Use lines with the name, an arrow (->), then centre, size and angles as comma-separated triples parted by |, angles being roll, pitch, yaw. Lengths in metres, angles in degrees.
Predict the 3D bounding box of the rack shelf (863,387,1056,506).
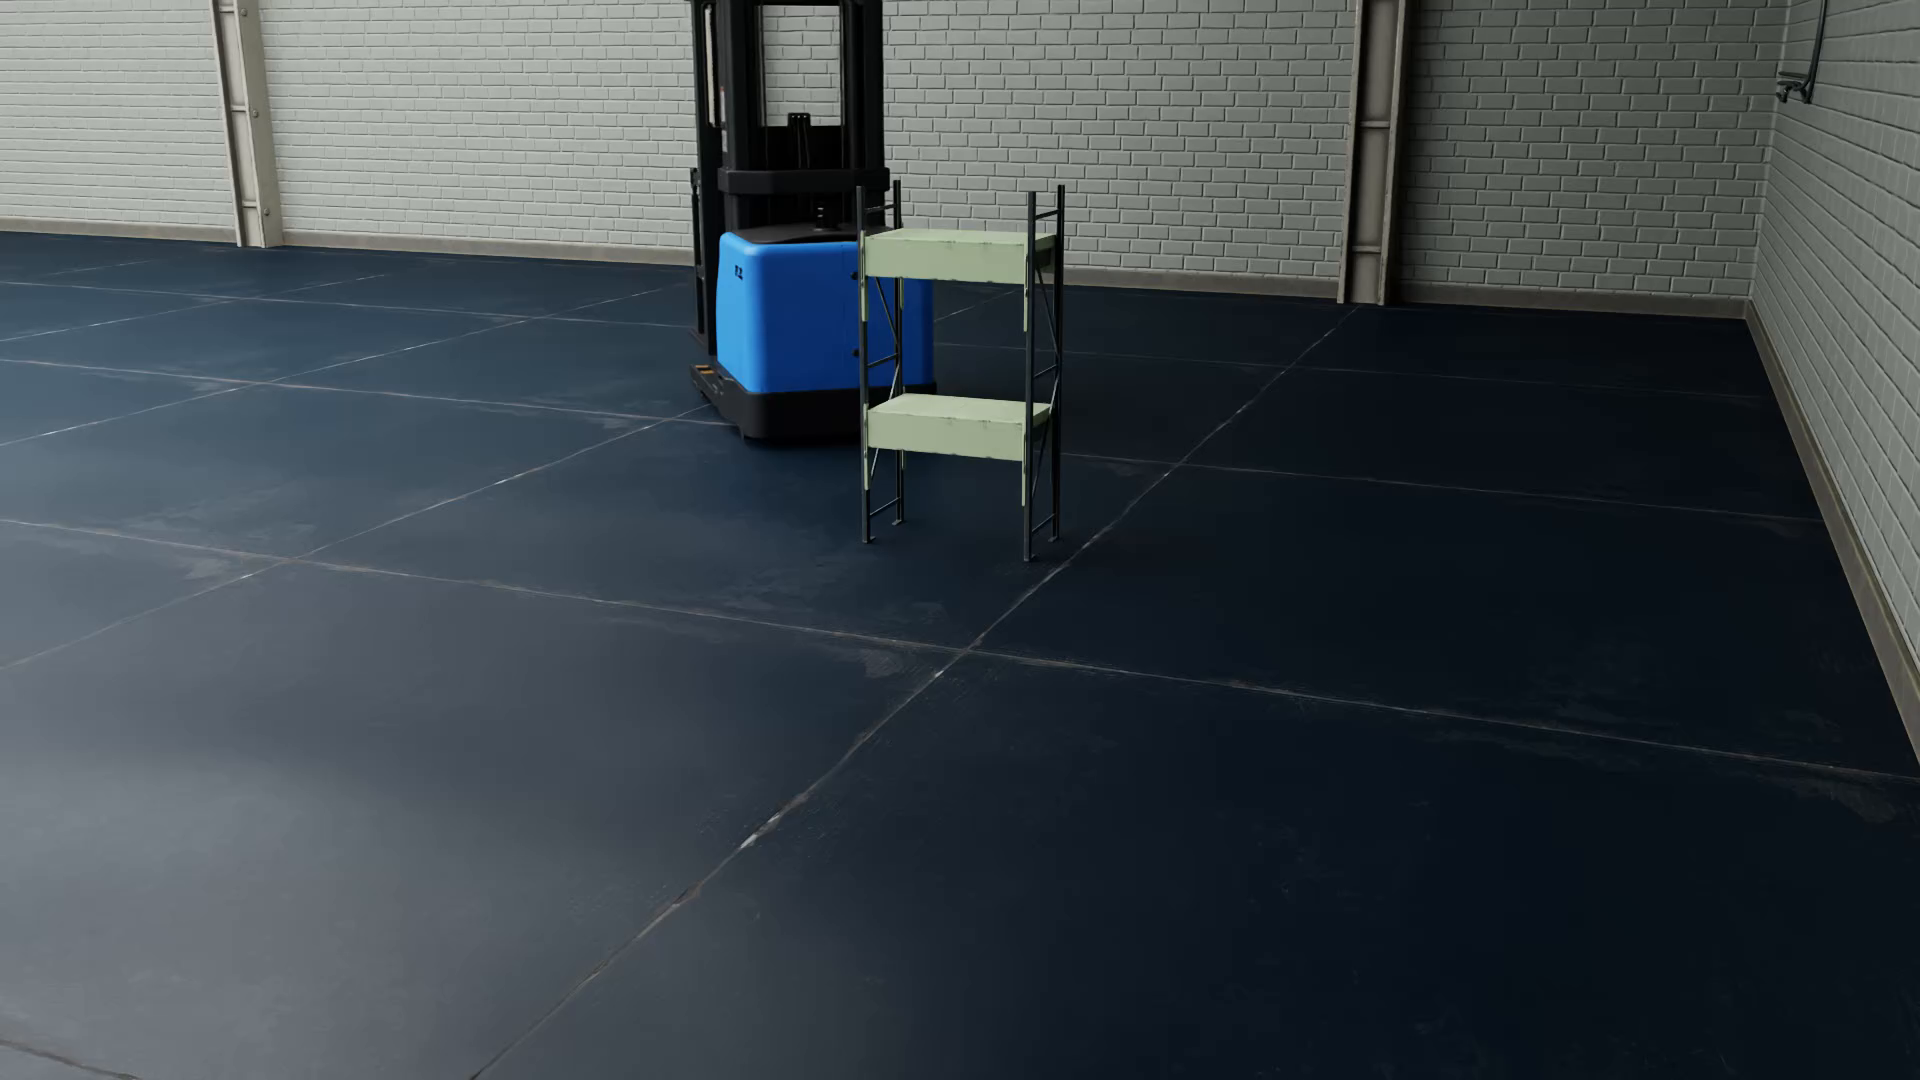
rack shelf -> 0.006, -0.406, 7.053 | 0.720, 0.370, 0.431 | 6, 17, 21

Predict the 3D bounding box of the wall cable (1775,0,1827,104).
wall cable -> 5.692, -4.215, 11.121 | 0.112, 2.526, 3.097 | 6, 17, 21

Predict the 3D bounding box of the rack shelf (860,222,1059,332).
rack shelf -> 0.006, -1.094, 6.853 | 0.720, 0.370, 0.431 | 6, 17, 21

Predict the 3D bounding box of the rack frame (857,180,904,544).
rack frame -> -0.334, -0.757, 7.091 | 0.023, 1.500, 0.400 | 6, 17, 21

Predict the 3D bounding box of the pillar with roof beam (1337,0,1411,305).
pillar with roof beam -> 1.857, -5.234, 9.062 | 0.400, 9.000, 9.100 | 6, 17, 21

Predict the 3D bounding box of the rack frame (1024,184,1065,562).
rack frame -> 0.347, -0.682, 6.833 | 0.023, 1.500, 0.400 | 6, 17, 21

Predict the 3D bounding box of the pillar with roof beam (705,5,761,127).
pillar with roof beam -> -3.724, -5.848, 11.176 | 0.400, 9.000, 9.100 | 6, 17, 21

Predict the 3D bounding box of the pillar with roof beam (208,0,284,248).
pillar with roof beam -> -9.306, -6.461, 13.290 | 0.400, 9.000, 9.100 | 6, 17, 21

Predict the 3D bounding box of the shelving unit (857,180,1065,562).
shelving unit -> 0.006, -0.720, 6.962 | 0.755, 1.500, 0.431 | 6, 17, 21

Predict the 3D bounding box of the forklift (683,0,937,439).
forklift -> -1.051, -2.311, 9.876 | 1.130, 2.935, 3.031 | -5, 17, -17
